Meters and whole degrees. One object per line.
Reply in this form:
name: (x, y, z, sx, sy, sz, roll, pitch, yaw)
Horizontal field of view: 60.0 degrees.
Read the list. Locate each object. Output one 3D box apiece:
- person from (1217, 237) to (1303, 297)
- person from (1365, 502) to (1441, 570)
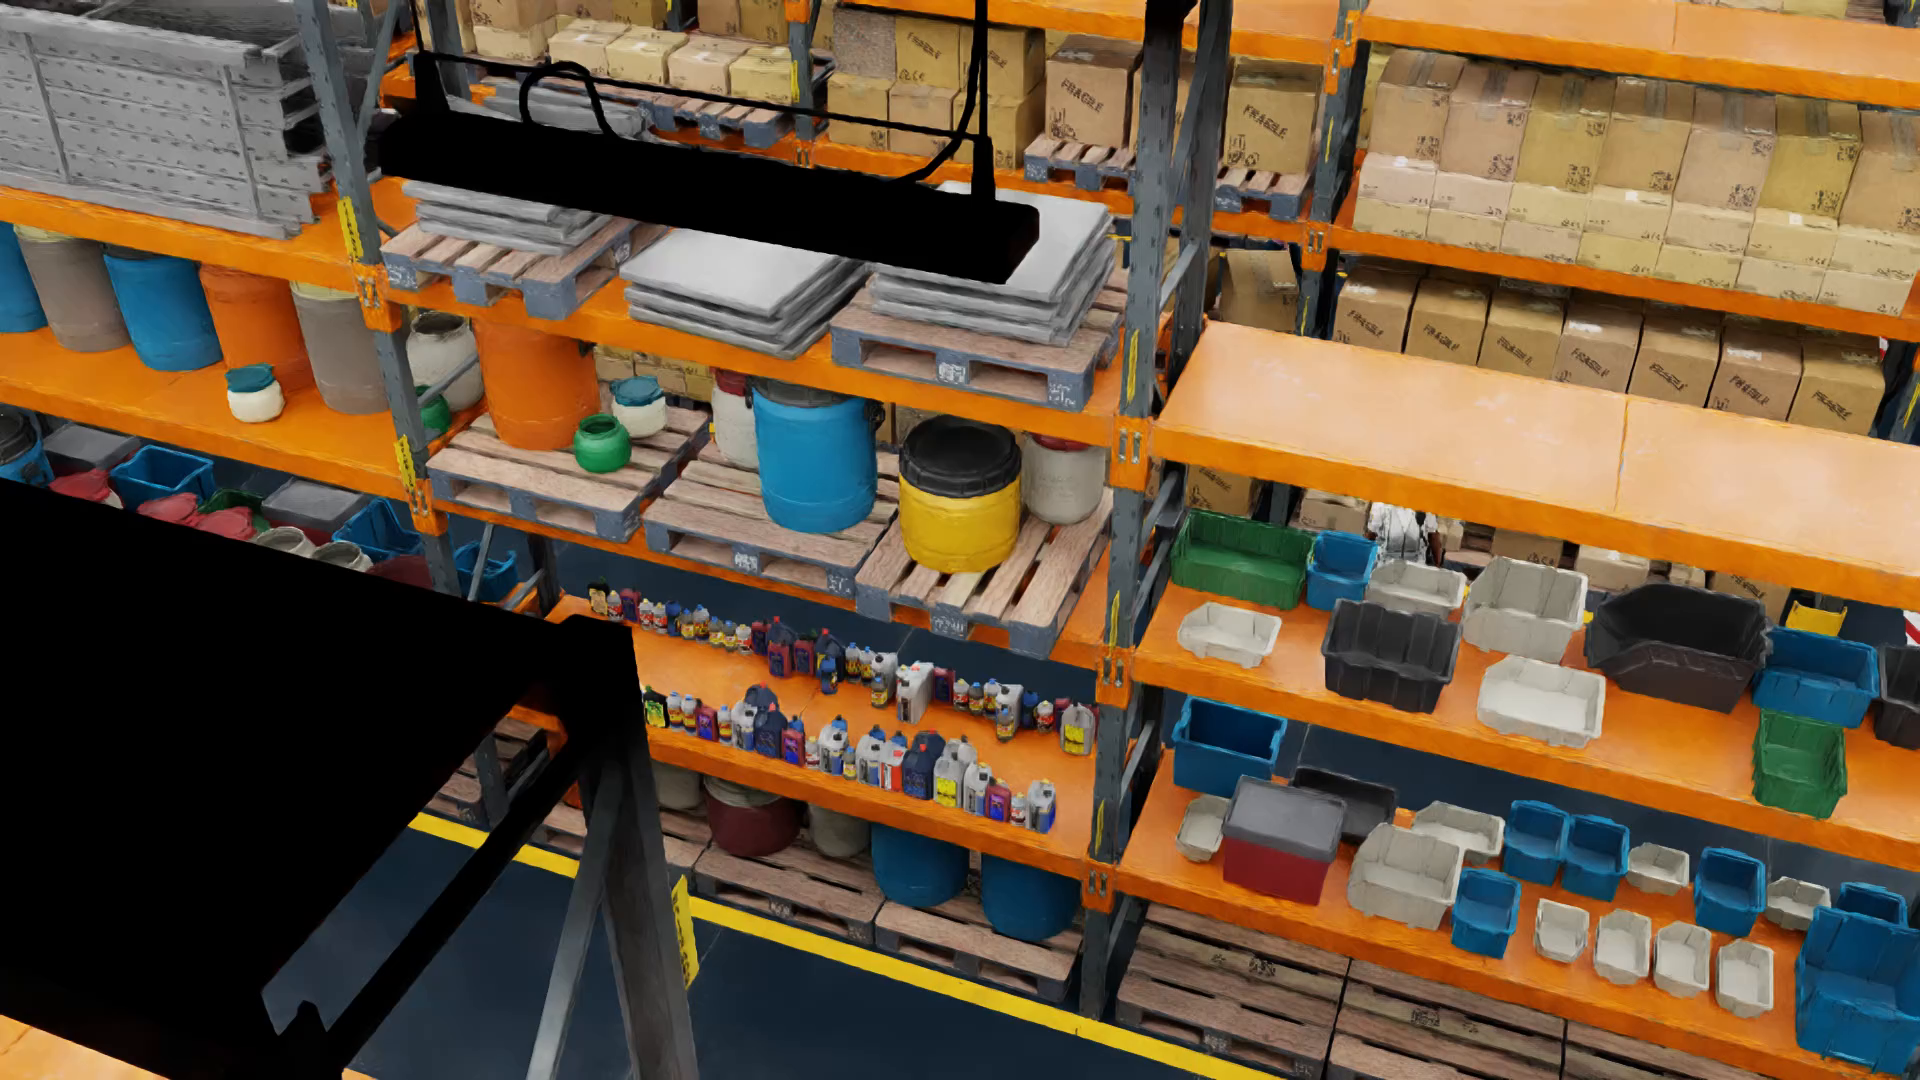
person: (3.087, -2.967, 16.100, 1.037, 1.513, 0.419, 12, 38, 15)
person: (3.098, 0.179, 11.713, 0.613, 1.689, 0.365, 6, 37, 7)
